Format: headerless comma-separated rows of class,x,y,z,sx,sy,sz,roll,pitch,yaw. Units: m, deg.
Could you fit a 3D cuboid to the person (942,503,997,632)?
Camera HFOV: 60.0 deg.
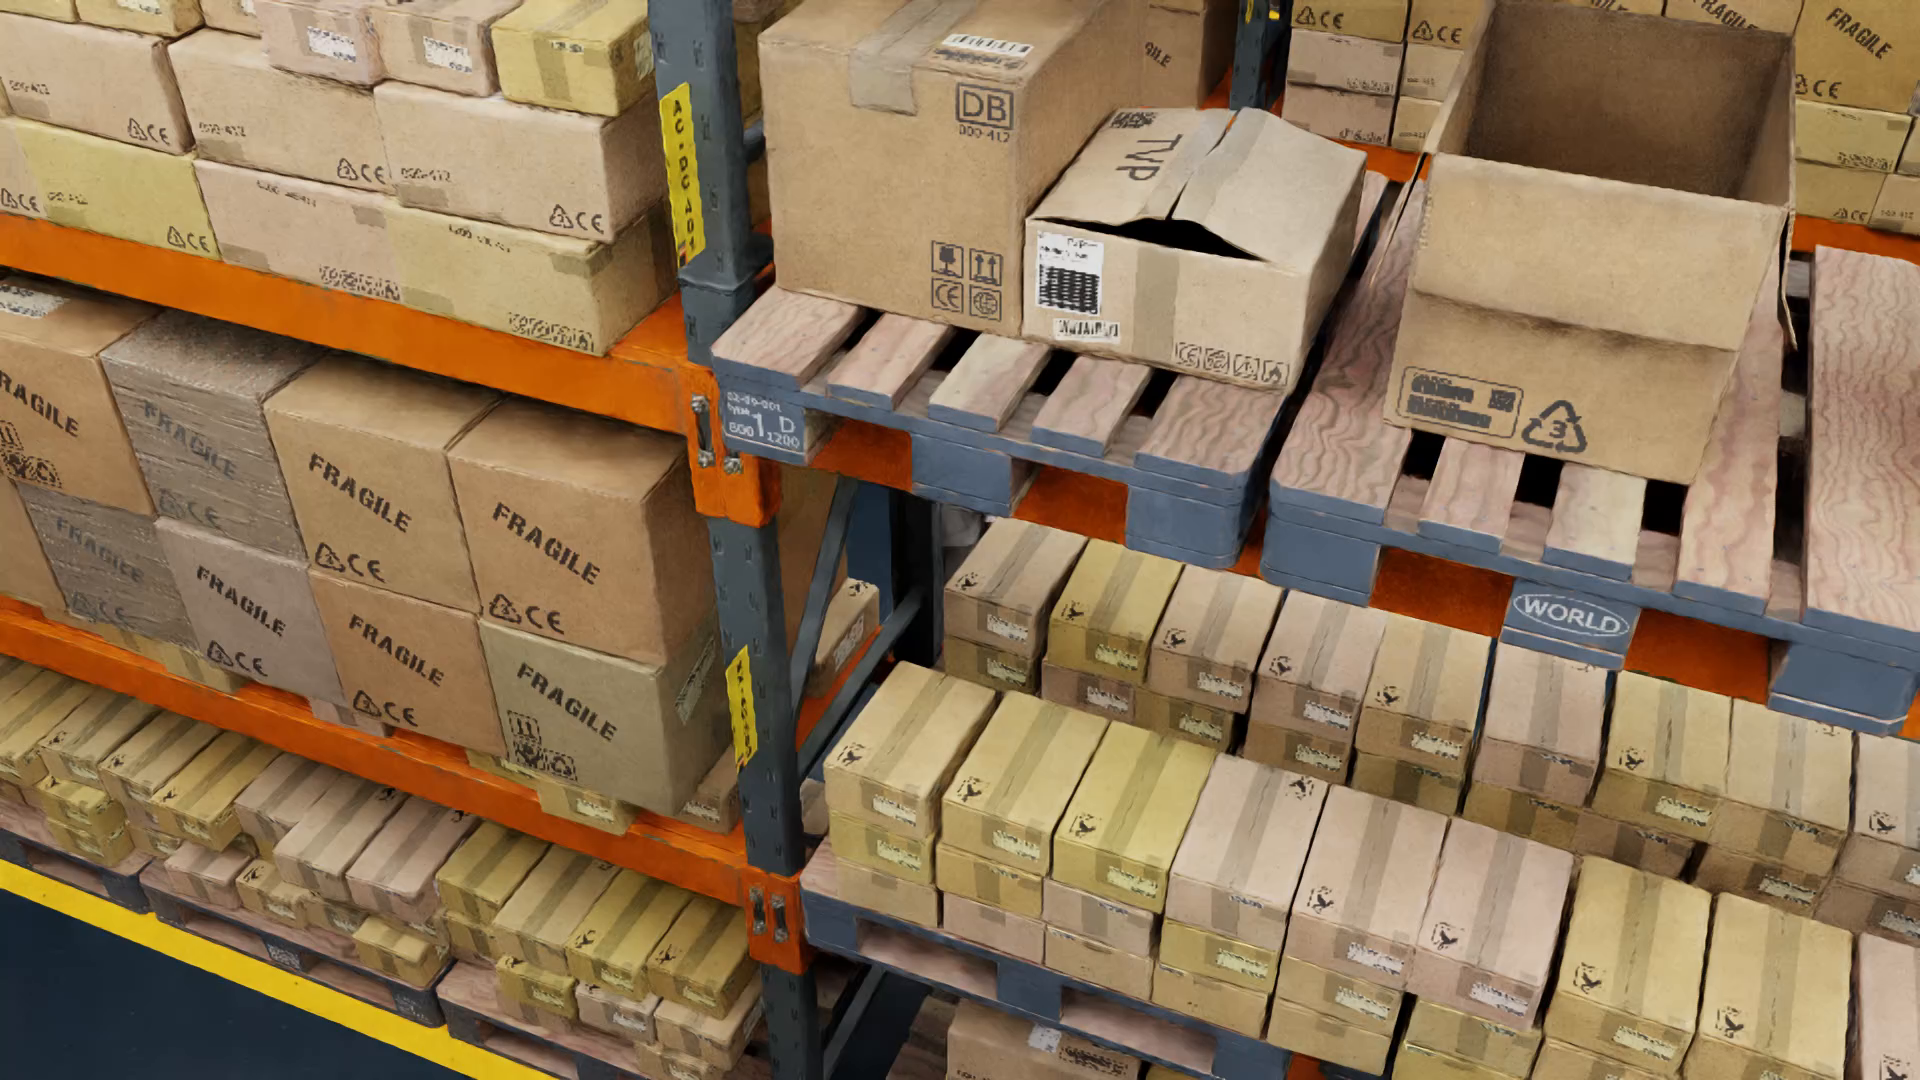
person,-0.010,-0.011,6.187,0.375,1.615,0.507,-31,47,-33
